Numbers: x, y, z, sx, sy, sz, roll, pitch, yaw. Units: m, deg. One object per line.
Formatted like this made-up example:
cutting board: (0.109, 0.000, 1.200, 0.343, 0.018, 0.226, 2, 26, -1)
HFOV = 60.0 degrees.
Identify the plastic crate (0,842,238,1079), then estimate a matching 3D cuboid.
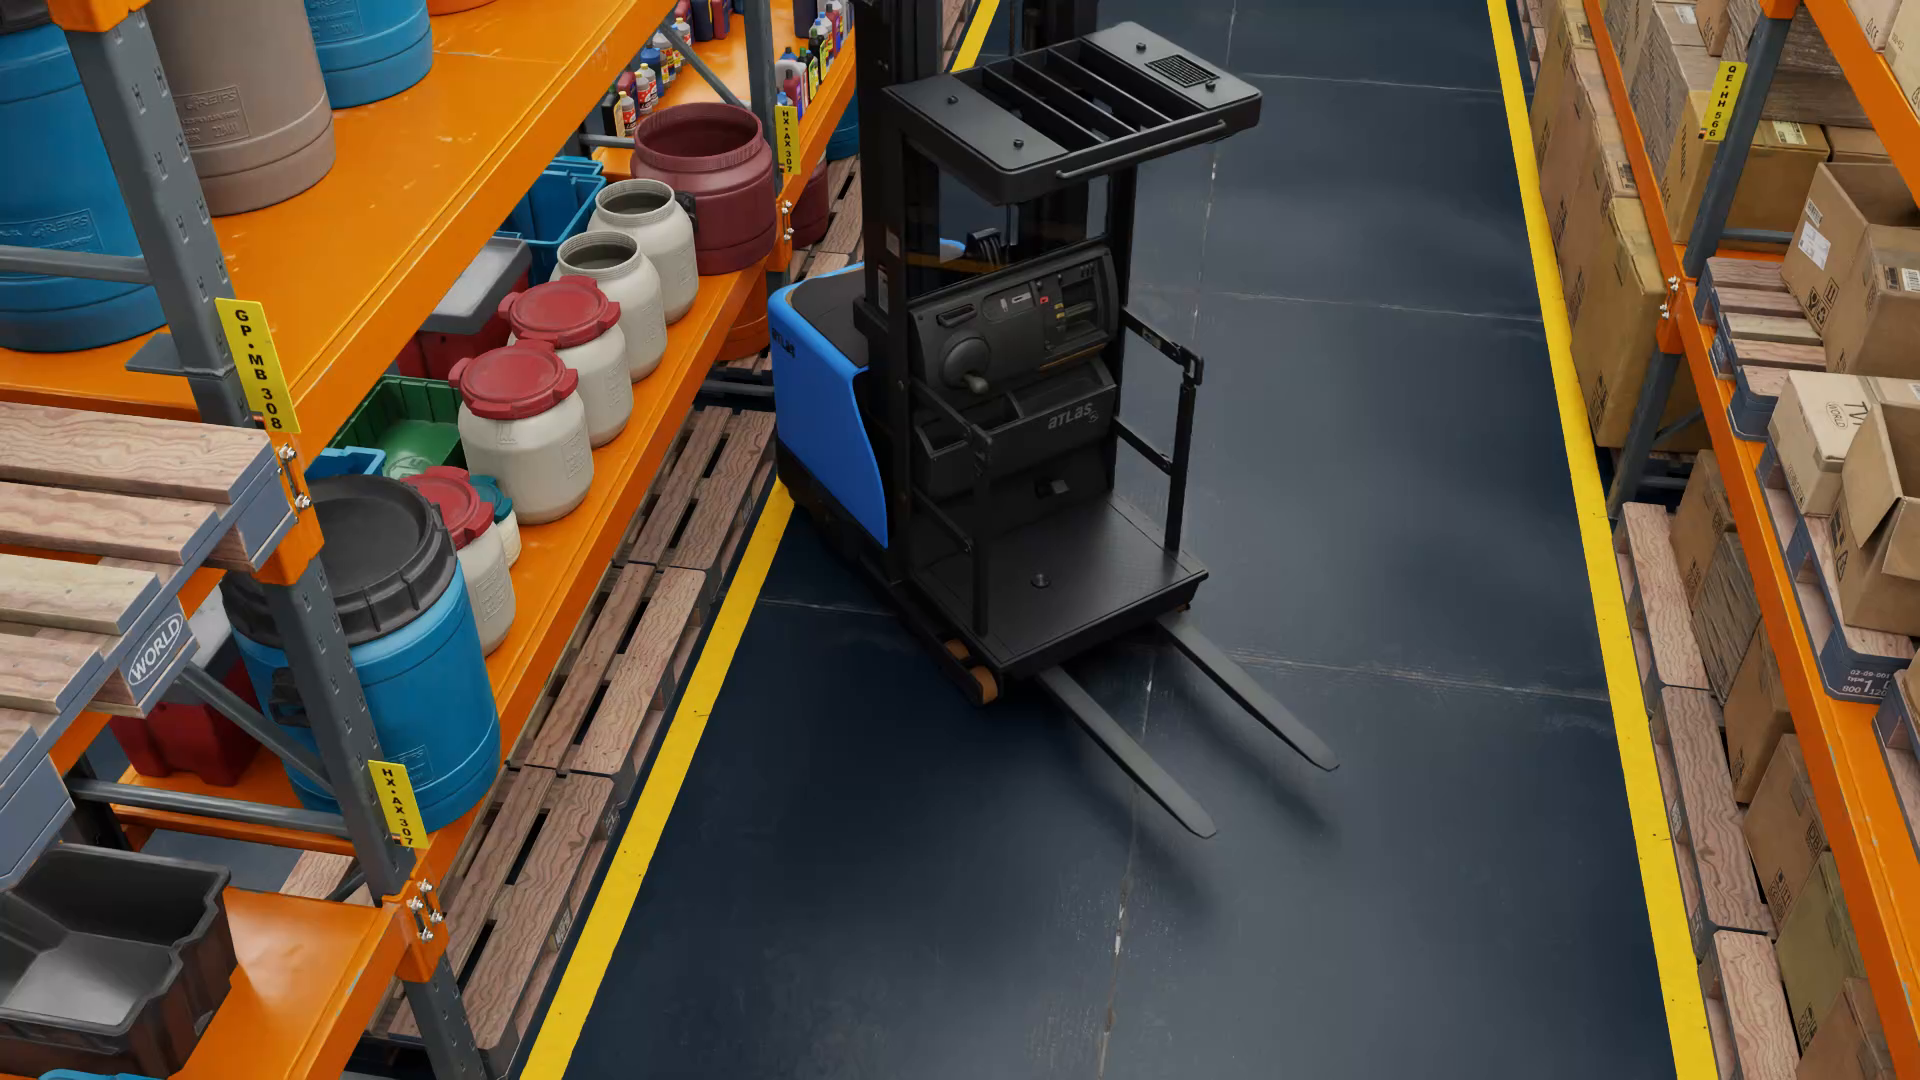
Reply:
plastic crate: (-2.219, 1.071, 4.149, 0.767, 0.338, 0.504, 6, 40, 8)

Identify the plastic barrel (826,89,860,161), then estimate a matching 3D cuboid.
plastic barrel: (-0.852, -2.857, 10.169, 0.600, 0.901, 0.708, 6, 40, 8)

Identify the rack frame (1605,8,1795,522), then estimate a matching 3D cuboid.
rack frame: (3.568, -1.232, 6.886, 1.000, 3.000, 0.127, 6, 40, 8)

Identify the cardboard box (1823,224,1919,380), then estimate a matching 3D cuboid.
cardboard box: (3.515, -0.727, 5.868, 0.700, 0.500, 0.500, 12, 41, 14)

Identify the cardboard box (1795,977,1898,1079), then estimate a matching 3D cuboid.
cardboard box: (3.003, 1.690, 4.969, 0.700, 0.500, 0.500, 4, 40, 4)

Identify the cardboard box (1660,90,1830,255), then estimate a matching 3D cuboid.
cardboard box: (3.409, -1.607, 7.261, 0.500, 0.500, 0.500, 8, 40, 9)

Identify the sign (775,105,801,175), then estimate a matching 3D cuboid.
sign: (-0.768, -1.784, 7.426, 0.100, 0.325, 0.005, 6, 40, 8)

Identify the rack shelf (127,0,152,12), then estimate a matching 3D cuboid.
rack shelf: (-1.657, -2.403, 4.473, 1.077, 0.370, 4.000, 6, 40, 8)

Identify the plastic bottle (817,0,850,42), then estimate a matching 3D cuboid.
plastic bottle: (-0.677, -2.836, 8.924, 0.152, 0.276, 0.135, 6, 40, 8)

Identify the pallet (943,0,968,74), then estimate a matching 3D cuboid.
pallet: (-0.529, -3.679, 12.034, 1.003, 0.211, 1.213, 6, 40, 8)

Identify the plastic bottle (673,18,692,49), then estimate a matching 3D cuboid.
plastic bottle: (-1.465, -2.645, 8.751, 0.097, 0.201, 0.097, 0, 40, 0)

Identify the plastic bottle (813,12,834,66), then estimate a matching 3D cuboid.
plastic bottle: (-0.710, -2.614, 8.658, 0.097, 0.271, 0.097, 0, 40, 0)

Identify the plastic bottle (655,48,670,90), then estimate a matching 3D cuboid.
plastic bottle: (-1.532, -2.401, 8.455, 0.097, 0.201, 0.097, 0, 40, 0)

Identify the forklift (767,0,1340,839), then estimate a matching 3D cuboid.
forklift: (0.349, -0.789, 6.404, 1.130, 2.935, 3.031, -23, 45, -25)

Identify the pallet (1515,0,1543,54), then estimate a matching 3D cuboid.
pallet: (4.677, -3.904, 12.306, 1.003, 0.211, 1.213, 6, 40, 8)

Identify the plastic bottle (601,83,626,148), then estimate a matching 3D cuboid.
plastic bottle: (-1.661, -2.034, 7.947, 0.061, 0.283, 0.133, 6, 40, 8)

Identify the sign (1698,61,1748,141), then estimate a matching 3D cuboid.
sign: (3.020, -1.737, 6.588, 0.100, 0.325, 0.005, 6, 40, 8)

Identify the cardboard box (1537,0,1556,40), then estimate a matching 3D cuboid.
cardboard box: (4.608, -4.055, 11.639, 0.875, 0.875, 0.875, 6, 40, 8)

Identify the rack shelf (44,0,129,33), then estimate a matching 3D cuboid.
rack shelf: (-2.349, 0.107, 1.437, 1.077, 0.370, 4.000, 6, 40, 8)

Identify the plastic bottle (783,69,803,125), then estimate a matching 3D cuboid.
plastic bottle: (-0.816, -2.170, 8.112, 0.061, 0.283, 0.133, 6, 40, 8)

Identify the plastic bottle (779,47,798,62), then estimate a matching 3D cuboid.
plastic bottle: (-0.850, -2.331, 8.316, 0.097, 0.271, 0.097, 0, 40, 0)

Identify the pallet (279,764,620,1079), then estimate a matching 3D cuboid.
pallet: (-1.905, 1.310, 6.000, 1.003, 0.211, 1.213, 6, 40, 8)

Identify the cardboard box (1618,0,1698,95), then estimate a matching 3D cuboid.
cardboard box: (3.677, -2.565, 8.420, 0.500, 0.500, 0.500, 7, 40, 9)

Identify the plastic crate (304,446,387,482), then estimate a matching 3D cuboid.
plastic crate: (-2.118, 0.012, 5.394, 0.392, 0.384, 0.575, 6, 40, 8)

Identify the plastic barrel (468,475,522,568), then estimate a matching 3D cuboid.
plastic barrel: (-1.623, -0.028, 5.538, 0.301, 0.262, 0.301, 0, 40, 0)

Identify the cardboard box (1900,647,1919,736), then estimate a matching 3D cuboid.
cardboard box: (3.151, 0.403, 4.109, 1.000, 1.000, 1.000, 7, 40, 8)

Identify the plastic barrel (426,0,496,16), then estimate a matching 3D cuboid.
plastic barrel: (-1.780, -2.197, 5.363, 0.600, 0.830, 0.708, 6, 40, 8)

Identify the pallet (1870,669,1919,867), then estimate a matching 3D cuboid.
pallet: (3.151, 0.889, 4.471, 1.003, 0.211, 1.213, 6, 40, 8)

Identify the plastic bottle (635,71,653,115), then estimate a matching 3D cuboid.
plastic bottle: (-1.583, -2.217, 8.234, 0.097, 0.201, 0.097, 0, 40, 0)

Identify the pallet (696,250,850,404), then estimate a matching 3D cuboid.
pallet: (-1.215, -1.202, 9.039, 1.003, 0.211, 1.213, 6, 40, 8)

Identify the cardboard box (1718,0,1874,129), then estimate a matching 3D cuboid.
cardboard box: (3.710, -2.114, 7.087, 0.797, 0.503, 0.637, 8, 40, 9)

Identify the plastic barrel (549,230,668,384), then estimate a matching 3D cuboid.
plastic barrel: (-1.351, -0.887, 6.381, 0.421, 0.512, 0.421, 0, 40, 0)

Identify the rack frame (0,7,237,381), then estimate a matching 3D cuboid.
rack frame: (-2.003, -1.579, 2.598, 1.000, 3.000, 0.127, 6, 40, 8)

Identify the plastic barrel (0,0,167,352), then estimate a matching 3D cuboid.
plastic barrel: (-2.129, -0.960, 3.809, 0.600, 0.901, 0.708, 6, 40, 8)

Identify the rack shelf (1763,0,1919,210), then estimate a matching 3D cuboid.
rack shelf: (3.221, -0.855, 4.641, 1.077, 0.370, 4.000, 6, 40, 8)

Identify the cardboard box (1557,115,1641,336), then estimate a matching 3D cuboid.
cardboard box: (3.869, -1.564, 8.625, 1.225, 0.875, 0.875, 7, 40, 8)

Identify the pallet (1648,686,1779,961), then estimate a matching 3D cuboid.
pallet: (3.217, 1.097, 6.258, 1.003, 0.211, 1.213, 6, 40, 8)

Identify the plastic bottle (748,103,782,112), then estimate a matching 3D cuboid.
plastic bottle: (-0.917, -1.966, 7.871, 0.152, 0.276, 0.135, 6, 40, 8)

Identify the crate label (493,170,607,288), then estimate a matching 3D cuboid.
crate label: (-1.749, -1.198, 6.817, 0.502, 0.435, 0.616, 6, 40, 8)

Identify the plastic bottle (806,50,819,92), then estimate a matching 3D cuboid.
plastic bottle: (-0.767, -2.381, 8.432, 0.097, 0.201, 0.097, 0, 40, 0)

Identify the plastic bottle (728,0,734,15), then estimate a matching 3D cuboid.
plastic bottle: (-1.339, -3.072, 9.150, 0.144, 0.351, 0.185, 6, 40, 8)

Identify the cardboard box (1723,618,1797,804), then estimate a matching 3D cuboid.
cardboard box: (3.297, 0.691, 6.177, 0.700, 0.500, 0.500, 10, 41, 11)
